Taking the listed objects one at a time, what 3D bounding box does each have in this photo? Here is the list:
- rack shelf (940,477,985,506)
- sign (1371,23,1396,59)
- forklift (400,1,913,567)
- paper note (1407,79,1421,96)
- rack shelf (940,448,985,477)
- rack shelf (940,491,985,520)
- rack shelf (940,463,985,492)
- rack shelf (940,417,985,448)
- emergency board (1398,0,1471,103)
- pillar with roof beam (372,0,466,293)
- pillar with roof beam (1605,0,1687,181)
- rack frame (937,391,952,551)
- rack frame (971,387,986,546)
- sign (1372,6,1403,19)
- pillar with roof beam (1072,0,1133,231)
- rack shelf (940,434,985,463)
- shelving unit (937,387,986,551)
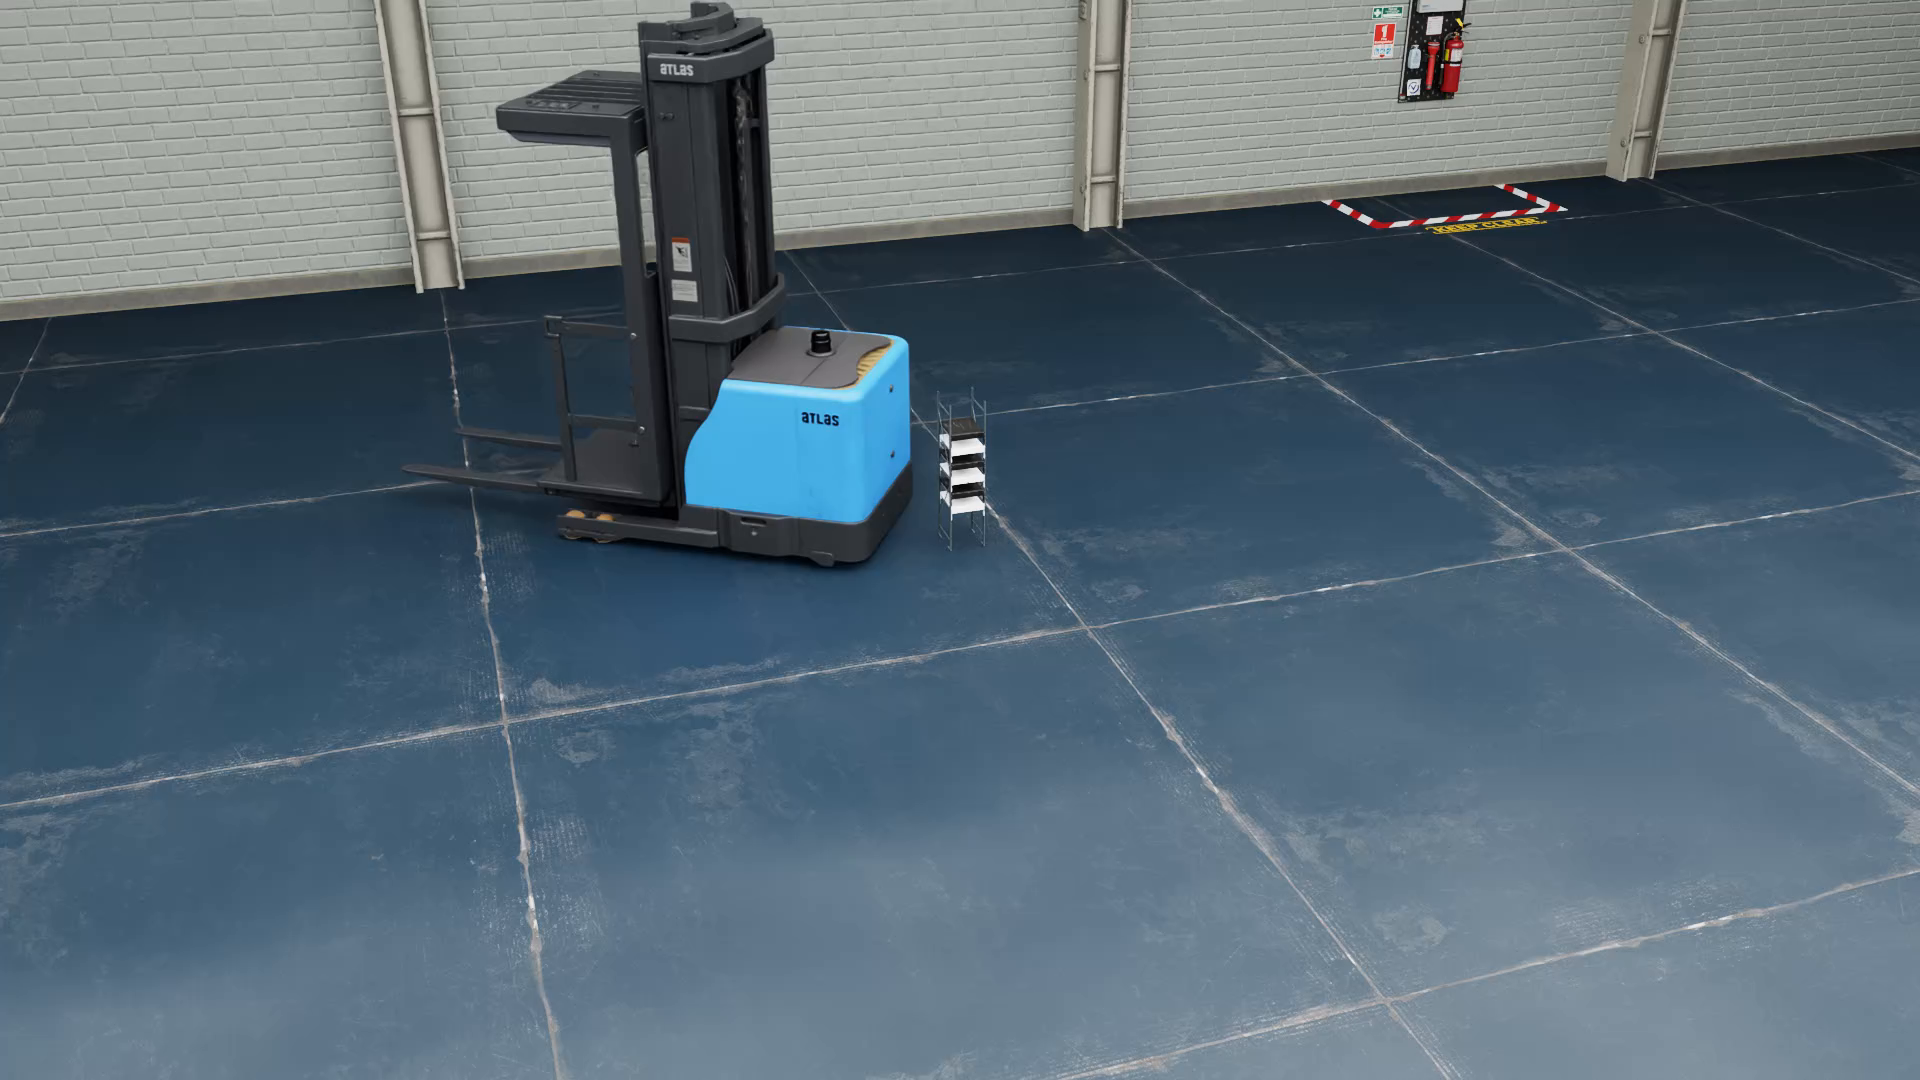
[{"bbox_3d":[0.008,-0.294,9.607,0.200,0.077,0.258,-8,28,-16],"label":"rack shelf"},{"bbox_3d":[4.085,-4.813,16.032,0.234,0.329,0.001,-8,28,-16],"label":"sign"},{"bbox_3d":[-1.861,-1.512,9.499,3.031,2.935,1.130,7,27,13],"label":"forklift"},{"bbox_3d":[4.453,-4.440,16.311,0.142,0.148,0.016,-8,28,-16],"label":"paper note"},{"bbox_3d":[0.008,-0.455,9.527,0.200,0.077,0.258,-8,28,-16],"label":"rack shelf"},{"bbox_3d":[0.008,-0.213,9.647,0.200,0.077,0.258,-8,28,-16],"label":"rack shelf"},{"bbox_3d":[0.008,-0.374,9.567,0.200,0.077,0.258,-8,28,-16],"label":"rack shelf"},{"bbox_3d":[0.008,-0.616,9.447,0.200,0.077,0.258,-8,28,-16],"label":"rack shelf"},{"bbox_3d":[4.643,-4.830,16.106,0.643,1.169,0.194,-8,28,-16],"label":"emergency board"},{"bbox_3d":[-3.073,-4.369,8.430,0.400,9.000,9.100,-8,28,-16],"label":"pillar with roof beam"},{"bbox_3d":[8.338,-6.021,11.758,0.400,9.000,9.100,-8,28,-16],"label":"pillar with roof beam"},{"bbox_3d":[-0.089,-0.390,9.524,0.006,0.900,0.240,-8,28,-16],"label":"rack frame"},{"bbox_3d":[0.104,-0.418,9.580,0.006,0.900,0.240,-8,28,-16],"label":"rack frame"},{"bbox_3d":[4.092,-5.048,15.908,0.331,0.109,0.001,-8,28,-16],"label":"sign"},{"bbox_3d":[2.632,-5.195,10.094,0.400,9.000,9.100,-8,28,-16],"label":"pillar with roof beam"},{"bbox_3d":[0.008,-0.536,9.487,0.200,0.077,0.258,-8,28,-16],"label":"rack shelf"},{"bbox_3d":[0.008,-0.404,9.552,0.210,0.900,0.258,-8,28,-16],"label":"shelving unit"}]
